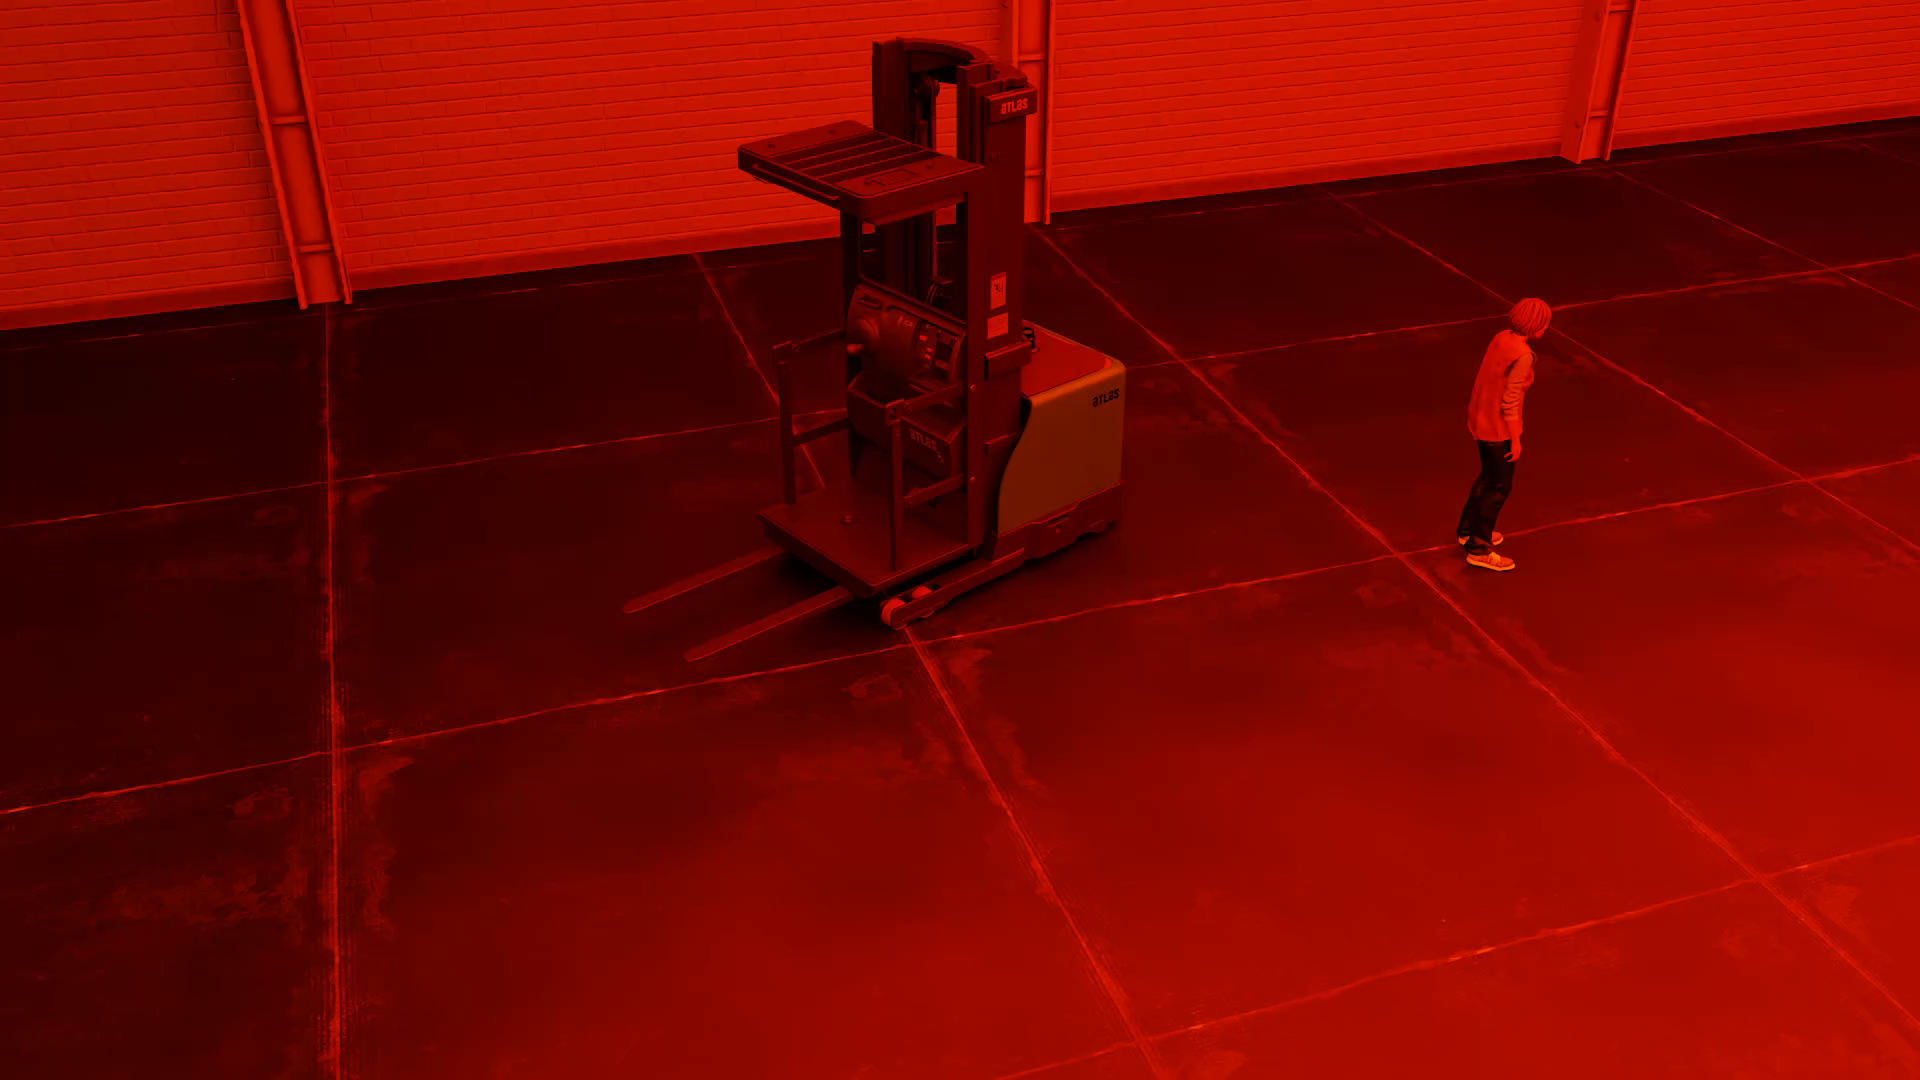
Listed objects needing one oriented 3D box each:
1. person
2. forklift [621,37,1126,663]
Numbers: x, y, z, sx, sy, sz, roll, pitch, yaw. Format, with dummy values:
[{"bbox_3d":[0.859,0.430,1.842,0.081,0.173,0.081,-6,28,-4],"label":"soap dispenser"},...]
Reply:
[{"bbox_3d":[3.088,-0.624,9.514,0.344,1.593,0.485,0,30,1],"label":"person"},{"bbox_3d":[-0.461,-1.072,8.951,3.031,2.935,1.130,-23,37,-34],"label":"forklift"}]
